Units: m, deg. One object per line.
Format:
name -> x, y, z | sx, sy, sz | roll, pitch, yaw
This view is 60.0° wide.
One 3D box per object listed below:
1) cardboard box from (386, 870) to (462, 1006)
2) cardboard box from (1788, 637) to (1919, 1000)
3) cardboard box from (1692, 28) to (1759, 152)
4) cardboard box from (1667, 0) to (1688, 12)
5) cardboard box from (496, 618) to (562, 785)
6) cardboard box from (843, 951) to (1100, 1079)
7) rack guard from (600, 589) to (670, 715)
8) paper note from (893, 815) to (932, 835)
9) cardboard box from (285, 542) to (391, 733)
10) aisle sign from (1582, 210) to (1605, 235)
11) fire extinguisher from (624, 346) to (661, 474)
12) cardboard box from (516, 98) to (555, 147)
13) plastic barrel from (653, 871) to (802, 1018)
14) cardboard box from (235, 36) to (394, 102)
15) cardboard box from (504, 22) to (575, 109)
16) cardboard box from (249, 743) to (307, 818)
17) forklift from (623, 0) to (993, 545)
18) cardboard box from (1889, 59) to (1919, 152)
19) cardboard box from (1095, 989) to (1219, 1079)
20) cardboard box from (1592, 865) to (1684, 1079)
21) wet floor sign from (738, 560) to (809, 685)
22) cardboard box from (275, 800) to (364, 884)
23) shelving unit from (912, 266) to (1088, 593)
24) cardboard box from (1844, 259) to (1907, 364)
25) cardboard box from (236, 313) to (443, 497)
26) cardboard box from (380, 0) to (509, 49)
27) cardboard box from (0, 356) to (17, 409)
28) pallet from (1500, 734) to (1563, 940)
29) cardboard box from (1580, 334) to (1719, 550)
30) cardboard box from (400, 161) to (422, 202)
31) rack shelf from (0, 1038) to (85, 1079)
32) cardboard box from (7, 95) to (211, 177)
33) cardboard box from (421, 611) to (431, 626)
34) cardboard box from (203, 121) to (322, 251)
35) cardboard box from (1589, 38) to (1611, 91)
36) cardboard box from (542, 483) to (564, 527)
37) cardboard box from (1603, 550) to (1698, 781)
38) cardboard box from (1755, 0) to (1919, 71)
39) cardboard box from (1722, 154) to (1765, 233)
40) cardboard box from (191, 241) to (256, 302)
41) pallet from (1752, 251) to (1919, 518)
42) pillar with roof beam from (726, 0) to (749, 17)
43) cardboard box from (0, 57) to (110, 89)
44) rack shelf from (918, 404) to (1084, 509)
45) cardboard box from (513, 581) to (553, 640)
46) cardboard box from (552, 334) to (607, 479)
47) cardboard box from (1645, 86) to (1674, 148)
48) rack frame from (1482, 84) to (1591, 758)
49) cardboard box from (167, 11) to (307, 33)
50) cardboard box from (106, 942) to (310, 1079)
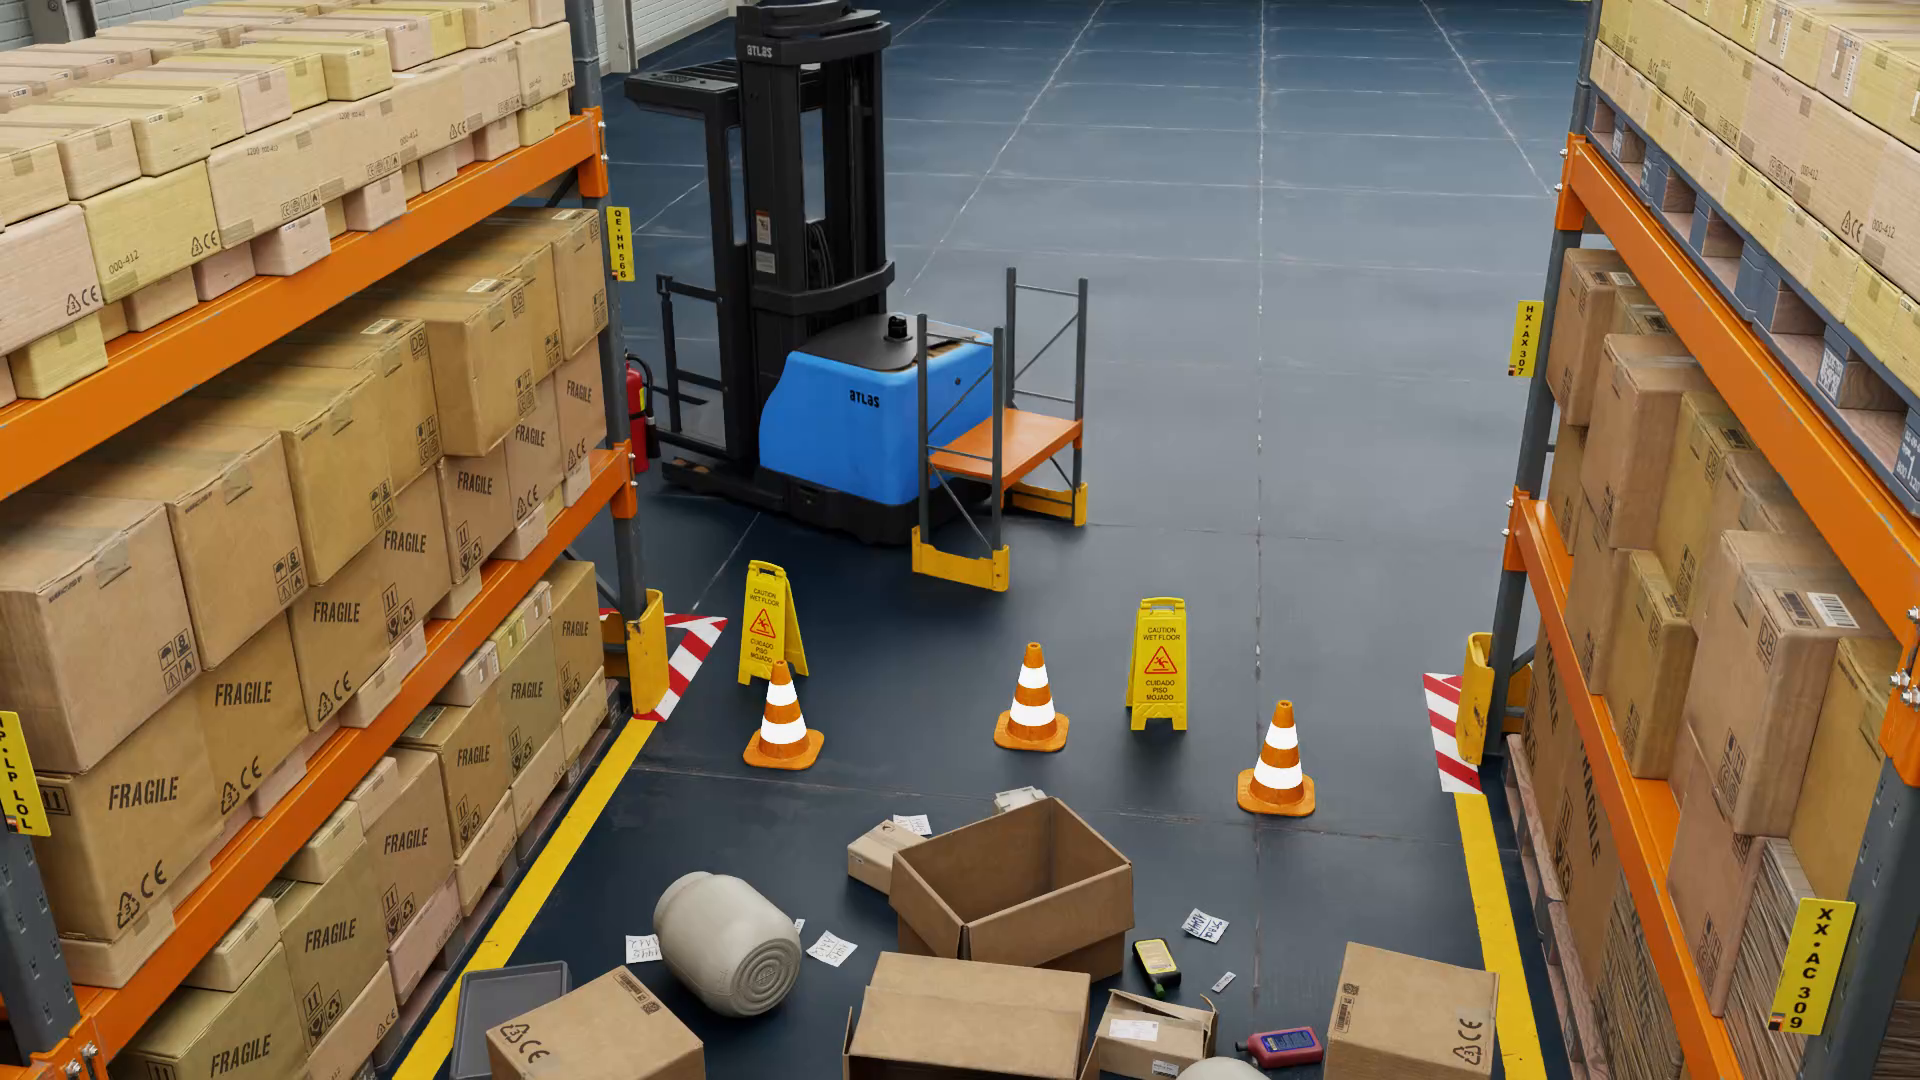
cardboard box -> -2.146, 1.392, 5.986 | 0.500, 0.250, 0.500 | 4, 25, 8
cardboard box -> 2.325, 0.603, 3.473 | 0.875, 0.550, 0.550 | 4, 25, 9
cardboard box -> 2.306, -1.205, 4.460 | 0.500, 0.250, 0.500 | 4, 25, 8
cardboard box -> 2.349, -1.660, 4.962 | 0.380, 0.149, 0.250 | 4, 25, 8
cardboard box -> -1.971, 0.625, 6.739 | 0.500, 0.500, 0.500 | 5, 26, 10
cardboard box -> 0.050, 1.709, 5.345 | 0.797, 0.637, 0.503 | 4, 25, 9
rack guard -> -2.028, 0.502, 8.088 | 1.175, 0.500, 0.348 | 4, 25, 9
paper note -> -0.206, 1.216, 7.116 | 0.148, 0.019, 0.142 | -5, 25, -10
cardboard box -> -2.168, 0.246, 5.218 | 0.500, 0.500, 0.500 | 4, 25, 8
aisle sign -> 2.600, -1.589, 6.540 | 0.394, 0.787, 0.004 | 4, 25, 9
fire extinguisher -> -1.542, -0.643, 7.676 | 0.296, 0.674, 0.183 | 4, 25, 9
cardboard box -> -1.806, -1.632, 6.456 | 0.380, 0.149, 0.250 | 4, 25, 9
plastic barrel -> -0.860, 1.474, 6.102 | 0.421, 0.421, 0.512 | -20, 32, -36
cardboard box -> -1.997, -1.462, 5.153 | 0.380, 0.149, 0.250 | 5, 25, 10
cardboard box -> -1.833, -1.854, 6.461 | 0.500, 0.250, 0.500 | 4, 25, 8
cardboard box -> -2.223, 0.692, 5.030 | 0.380, 0.149, 0.250 | 5, 26, 10
forklift -> -1.256, -1.779, 10.094 | 3.031, 2.935, 1.130 | 17, 30, 33
cardboard box -> 2.017, -0.810, 3.147 | 0.380, 0.149, 0.250 | 4, 25, 8
cardboard box -> 0.695, 1.704, 5.797 | 0.396, 0.266, 0.258 | 8, 26, 18
cardboard box -> 2.546, 1.448, 5.128 | 0.875, 0.875, 0.875 | 4, 25, 9
wet floor sign -> -0.929, 0.399, 8.136 | 0.267, 0.644, 0.232 | 13, 28, 26
cardboard box -> -2.145, 0.942, 5.298 | 0.380, 0.149, 0.250 | 5, 26, 11
shelving unit -> 0.243, -0.648, 9.365 | 0.587, 1.500, 1.083 | 13, 28, 26
cardboard box -> 2.016, -0.448, 3.314 | 0.380, 0.149, 0.250 | 4, 25, 9
cardboard box -> -2.174, -0.435, 5.493 | 0.700, 0.500, 0.500 | 4, 25, 8
cardboard box -> -1.883, -1.893, 6.073 | 0.380, 0.149, 0.250 | 4, 25, 8
cardboard box -> -2.373, -0.348, 3.714 | 0.380, 0.149, 0.250 | 4, 25, 8
pallet -> 2.831, 1.242, 6.848 | 1.003, 0.211, 1.213 | 4, 25, 9
cardboard box -> 2.561, -0.304, 5.411 | 0.875, 0.550, 0.550 | 4, 25, 9
cardboard box -> -2.035, -1.204, 5.543 | 0.380, 0.149, 0.250 | 3, 25, 7
rack shelf -> -2.996, 2.173, 2.417 | 1.077, 0.370, 4.000 | 4, 25, 9
cardboard box -> -2.161, -1.032, 4.235 | 0.380, 0.149, 0.250 | 4, 25, 8
cardboard box -> -2.135, 0.261, 5.950 | 0.380, 0.149, 0.250 | 4, 25, 9
cardboard box -> -2.157, -1.004, 4.645 | 0.500, 0.250, 0.500 | 4, 25, 9
cardboard box -> 2.512, -1.720, 6.031 | 0.380, 0.149, 0.250 | 4, 25, 9
cardboard box -> -1.861, -0.157, 6.844 | 0.380, 0.149, 0.250 | 4, 25, 8
cardboard box -> 2.539, 0.411, 5.157 | 0.875, 0.550, 0.500 | 4, 25, 9
cardboard box -> 2.183, -1.232, 4.049 | 0.380, 0.149, 0.250 | 4, 25, 8
cardboard box -> 2.181, -0.876, 4.227 | 0.380, 0.149, 0.250 | 4, 25, 8
cardboard box -> -2.212, -0.777, 4.629 | 0.380, 0.149, 0.250 | 3, 25, 7
pallet -> 2.375, -0.348, 3.522 | 1.003, 0.211, 1.213 | 4, 25, 9
pillar with roof beam -> 0.253, -13.232, 27.404 | 9.100, 9.000, 0.400 | 4, 25, 9
cardboard box -> -2.687, -1.290, 4.785 | 0.380, 0.149, 0.250 | 4, 25, 9
rack shelf -> 0.247, -0.488, 9.448 | 0.538, 0.185, 1.000 | 13, 28, 26
cardboard box -> -1.883, 0.271, 6.731 | 0.380, 0.149, 0.250 | 5, 26, 10
cardboard box -> -1.832, -0.596, 7.016 | 0.500, 0.500, 0.500 | 4, 25, 8
cardboard box -> 2.347, -1.298, 5.129 | 0.380, 0.149, 0.250 | 4, 25, 9
rack frame -> 2.884, -0.361, 6.983 | 1.000, 3.000, 0.127 | 4, 25, 9
cardboard box -> -2.463, -1.716, 5.696 | 0.380, 0.149, 0.250 | 4, 25, 8
cardboard box -> -2.306, 1.499, 4.874 | 0.500, 0.500, 0.500 | 5, 26, 11
